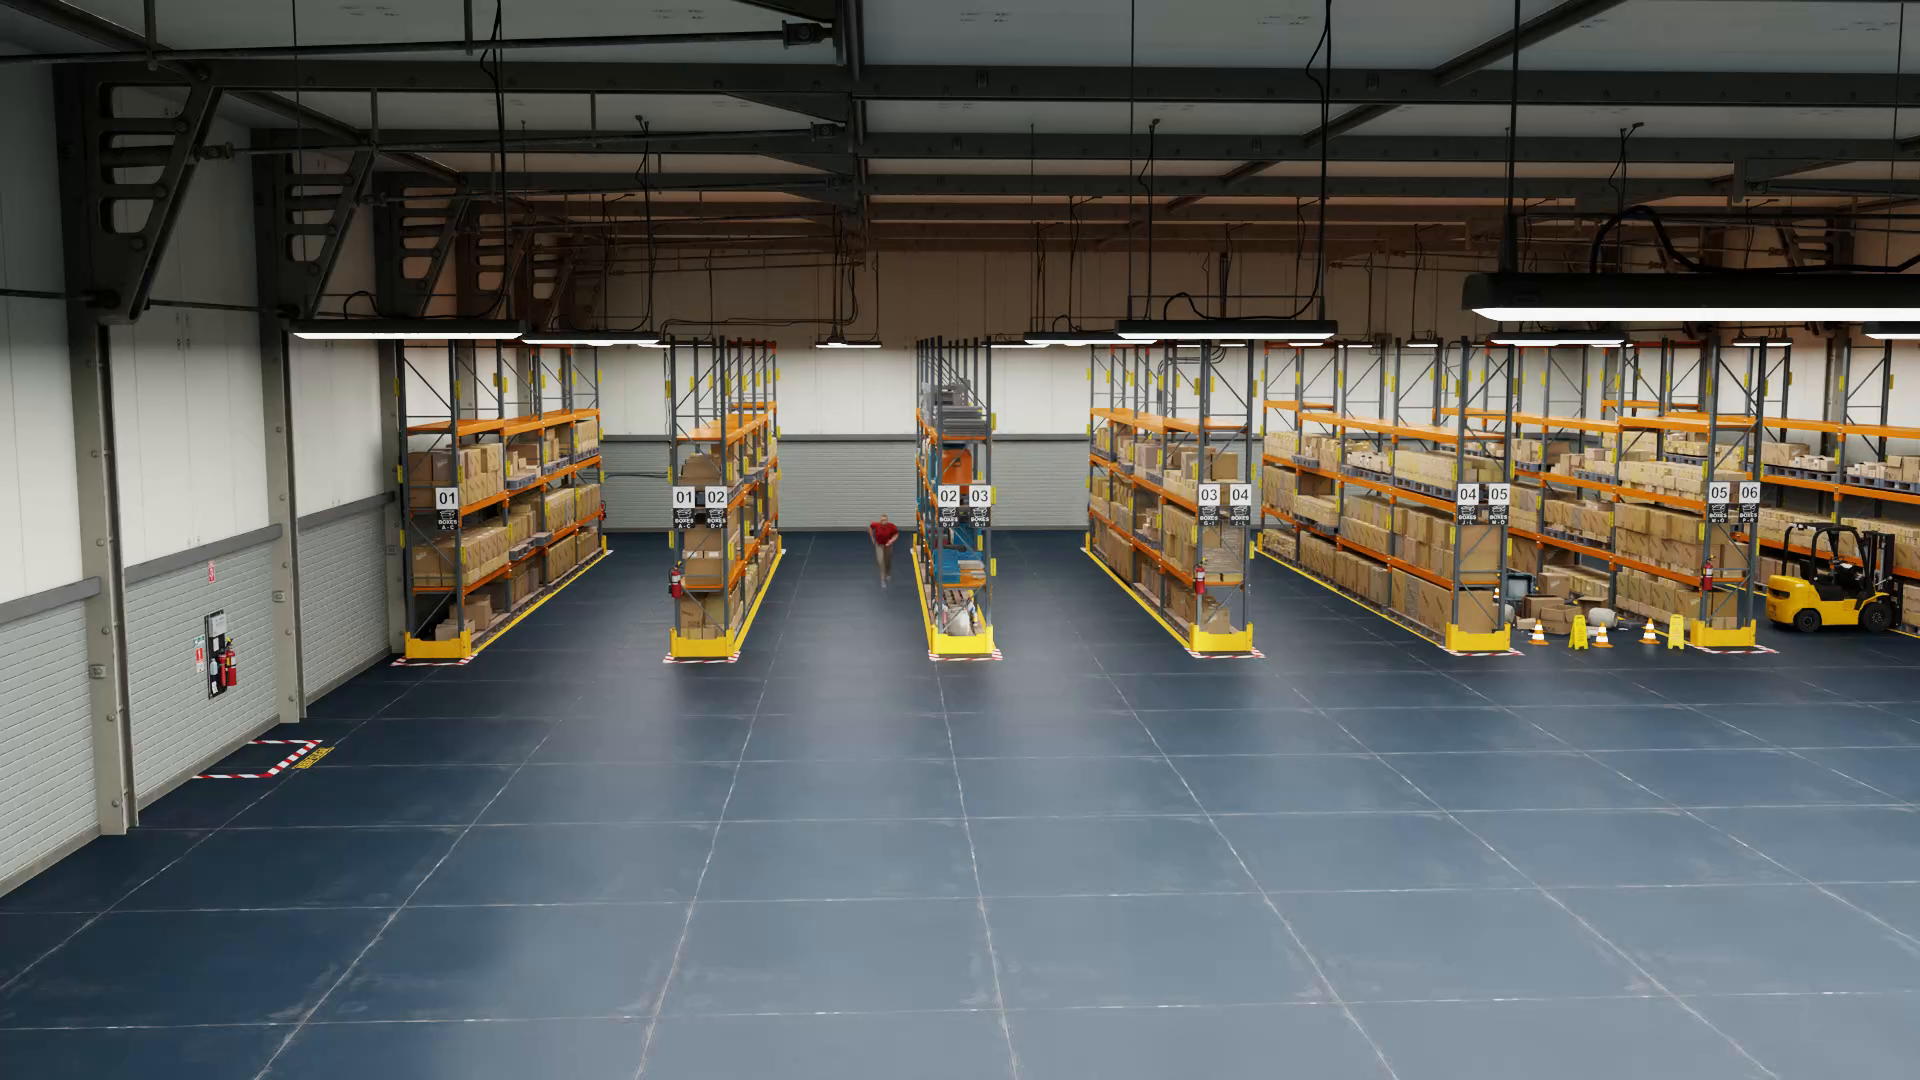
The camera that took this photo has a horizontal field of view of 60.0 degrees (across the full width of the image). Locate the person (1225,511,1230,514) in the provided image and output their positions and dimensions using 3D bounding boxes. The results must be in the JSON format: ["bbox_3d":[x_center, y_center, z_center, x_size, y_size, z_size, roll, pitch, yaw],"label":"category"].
[{"bbox_3d":[7.416,-0.428,47.358,0.601,1.571,0.591,3,7,22],"label":"person"}]

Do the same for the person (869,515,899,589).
[{"bbox_3d":[-1.766,0.230,38.947,0.705,1.721,0.940,0,7,4],"label":"person"}]

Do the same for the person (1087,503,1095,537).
[{"bbox_3d":[4.032,-0.626,48.851,0.676,1.670,0.550,2,7,15],"label":"person"}]
